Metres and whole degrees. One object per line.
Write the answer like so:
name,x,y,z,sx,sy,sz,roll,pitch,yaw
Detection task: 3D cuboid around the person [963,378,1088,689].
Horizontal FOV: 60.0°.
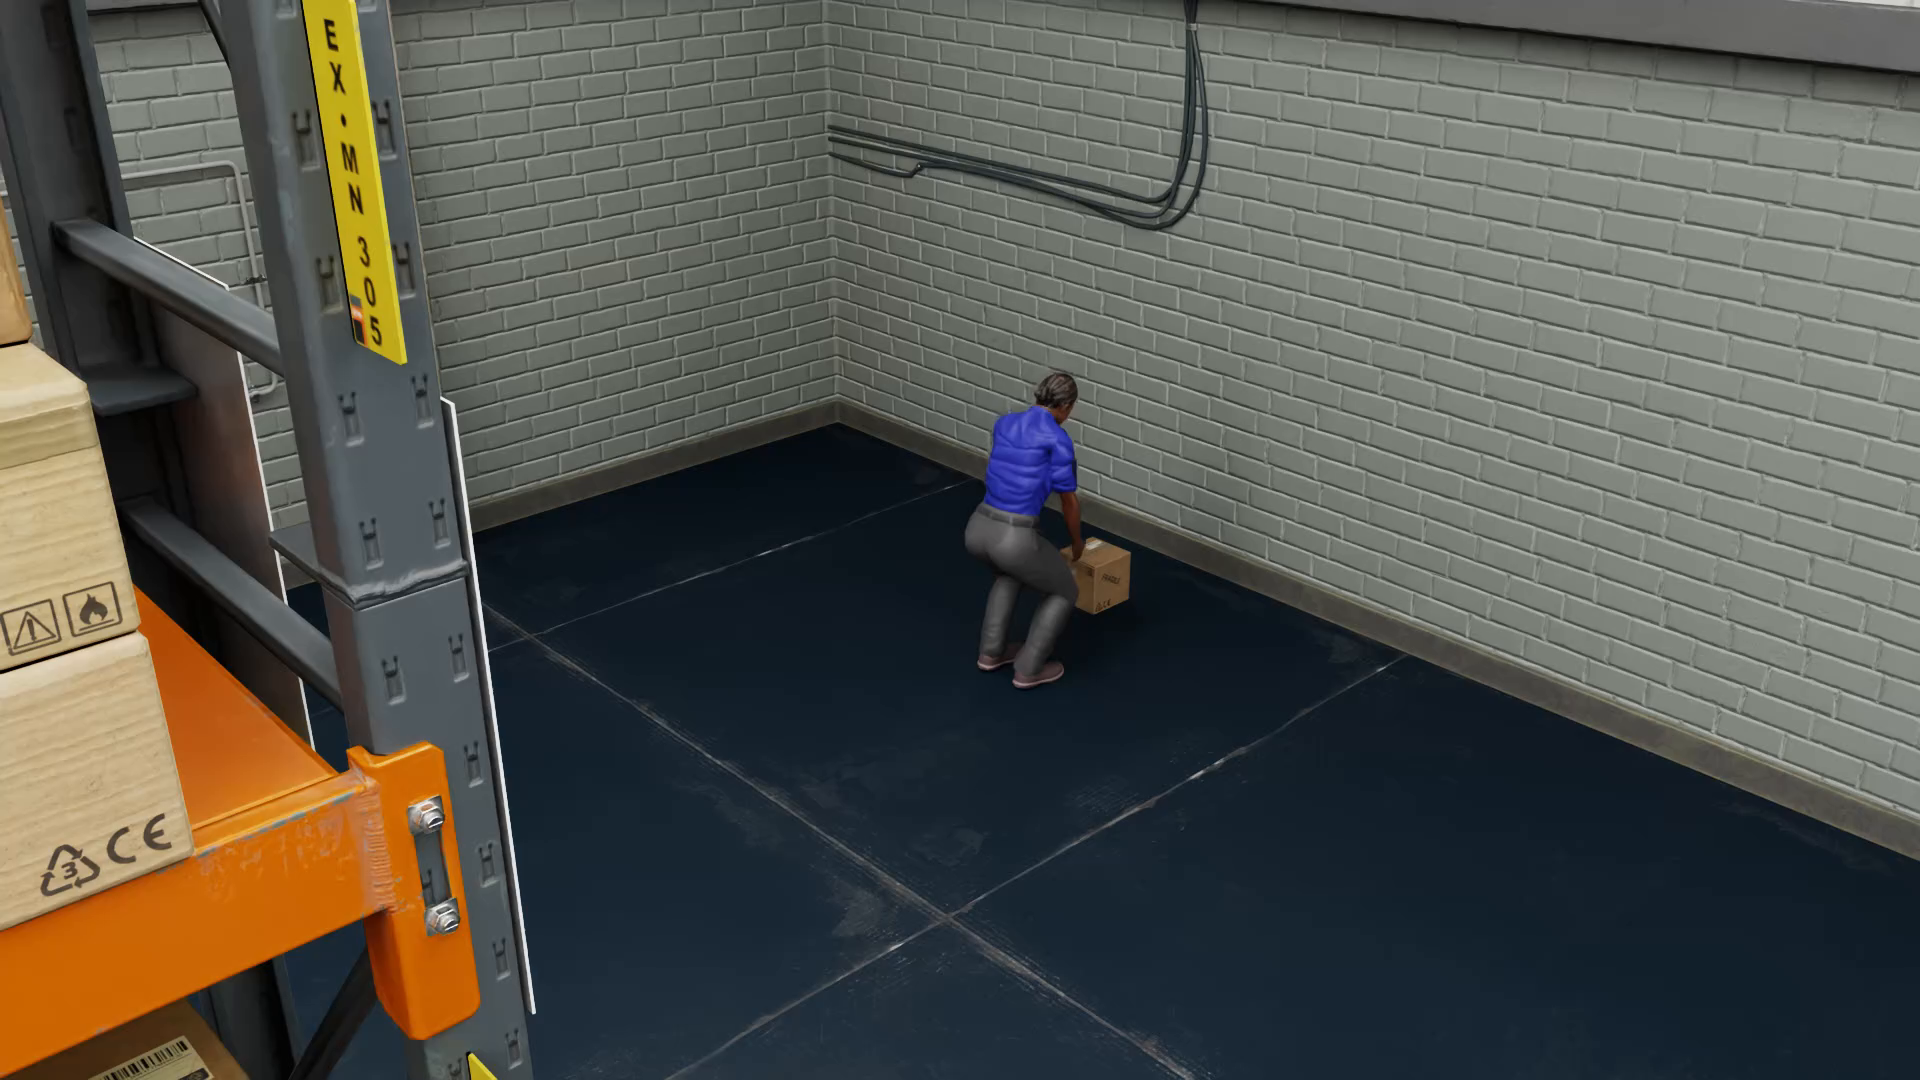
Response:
person,0.289,-0.031,7.546,0.635,1.364,0.496,-21,32,-38
